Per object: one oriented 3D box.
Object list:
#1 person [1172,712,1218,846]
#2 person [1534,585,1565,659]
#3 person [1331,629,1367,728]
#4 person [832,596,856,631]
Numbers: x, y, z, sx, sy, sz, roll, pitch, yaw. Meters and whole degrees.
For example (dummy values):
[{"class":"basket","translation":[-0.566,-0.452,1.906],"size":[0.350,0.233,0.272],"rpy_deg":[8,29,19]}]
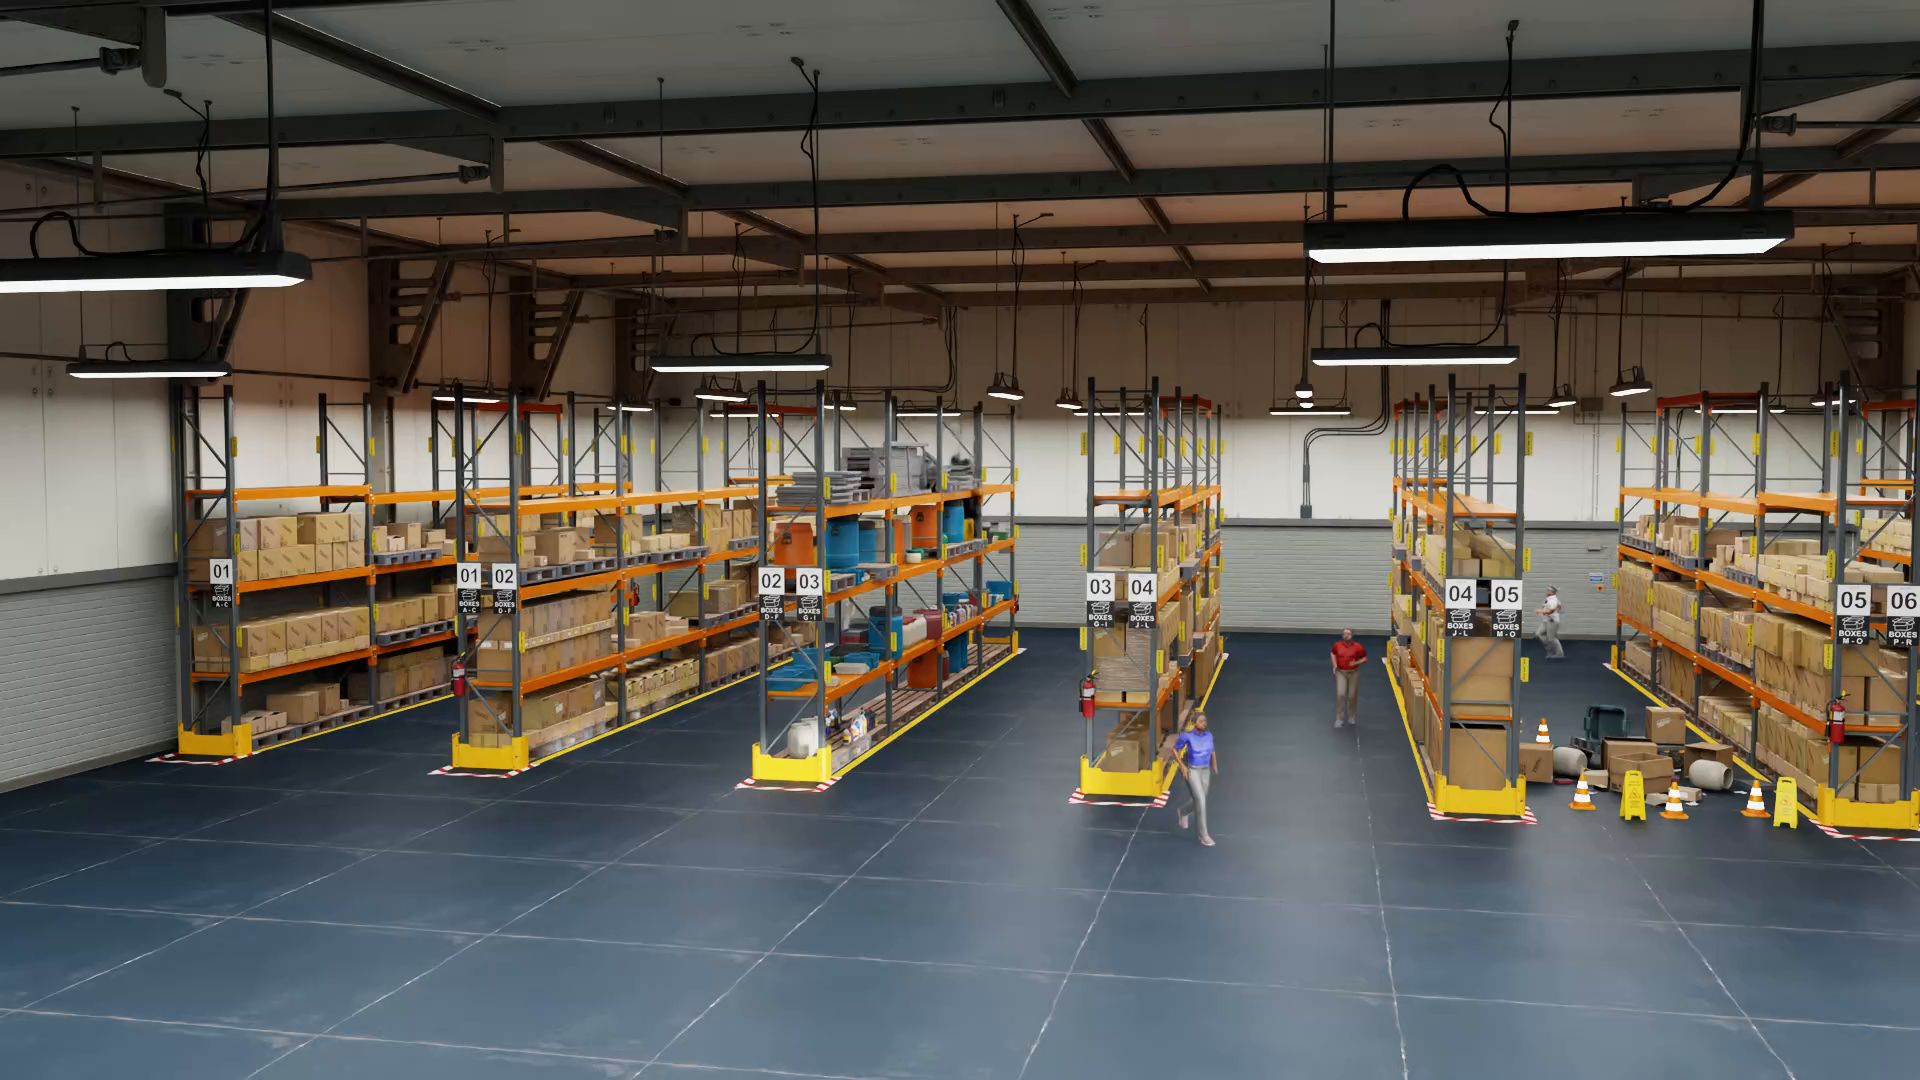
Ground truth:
[{"class":"person","translation":[2.999,3.013,21.231],"size":[0.555,1.638,0.839],"rpy_deg":[-2,4,-28]},{"class":"person","translation":[13.882,1.932,39.183],"size":[0.703,1.794,0.642],"rpy_deg":[1,3,12]},{"class":"person","translation":[6.962,2.456,29.807],"size":[0.651,1.741,0.838],"rpy_deg":[1,3,17]},{"class":"person","translation":[-2.652,1.765,38.043],"size":[0.564,1.634,0.646],"rpy_deg":[0,3,1]}]
